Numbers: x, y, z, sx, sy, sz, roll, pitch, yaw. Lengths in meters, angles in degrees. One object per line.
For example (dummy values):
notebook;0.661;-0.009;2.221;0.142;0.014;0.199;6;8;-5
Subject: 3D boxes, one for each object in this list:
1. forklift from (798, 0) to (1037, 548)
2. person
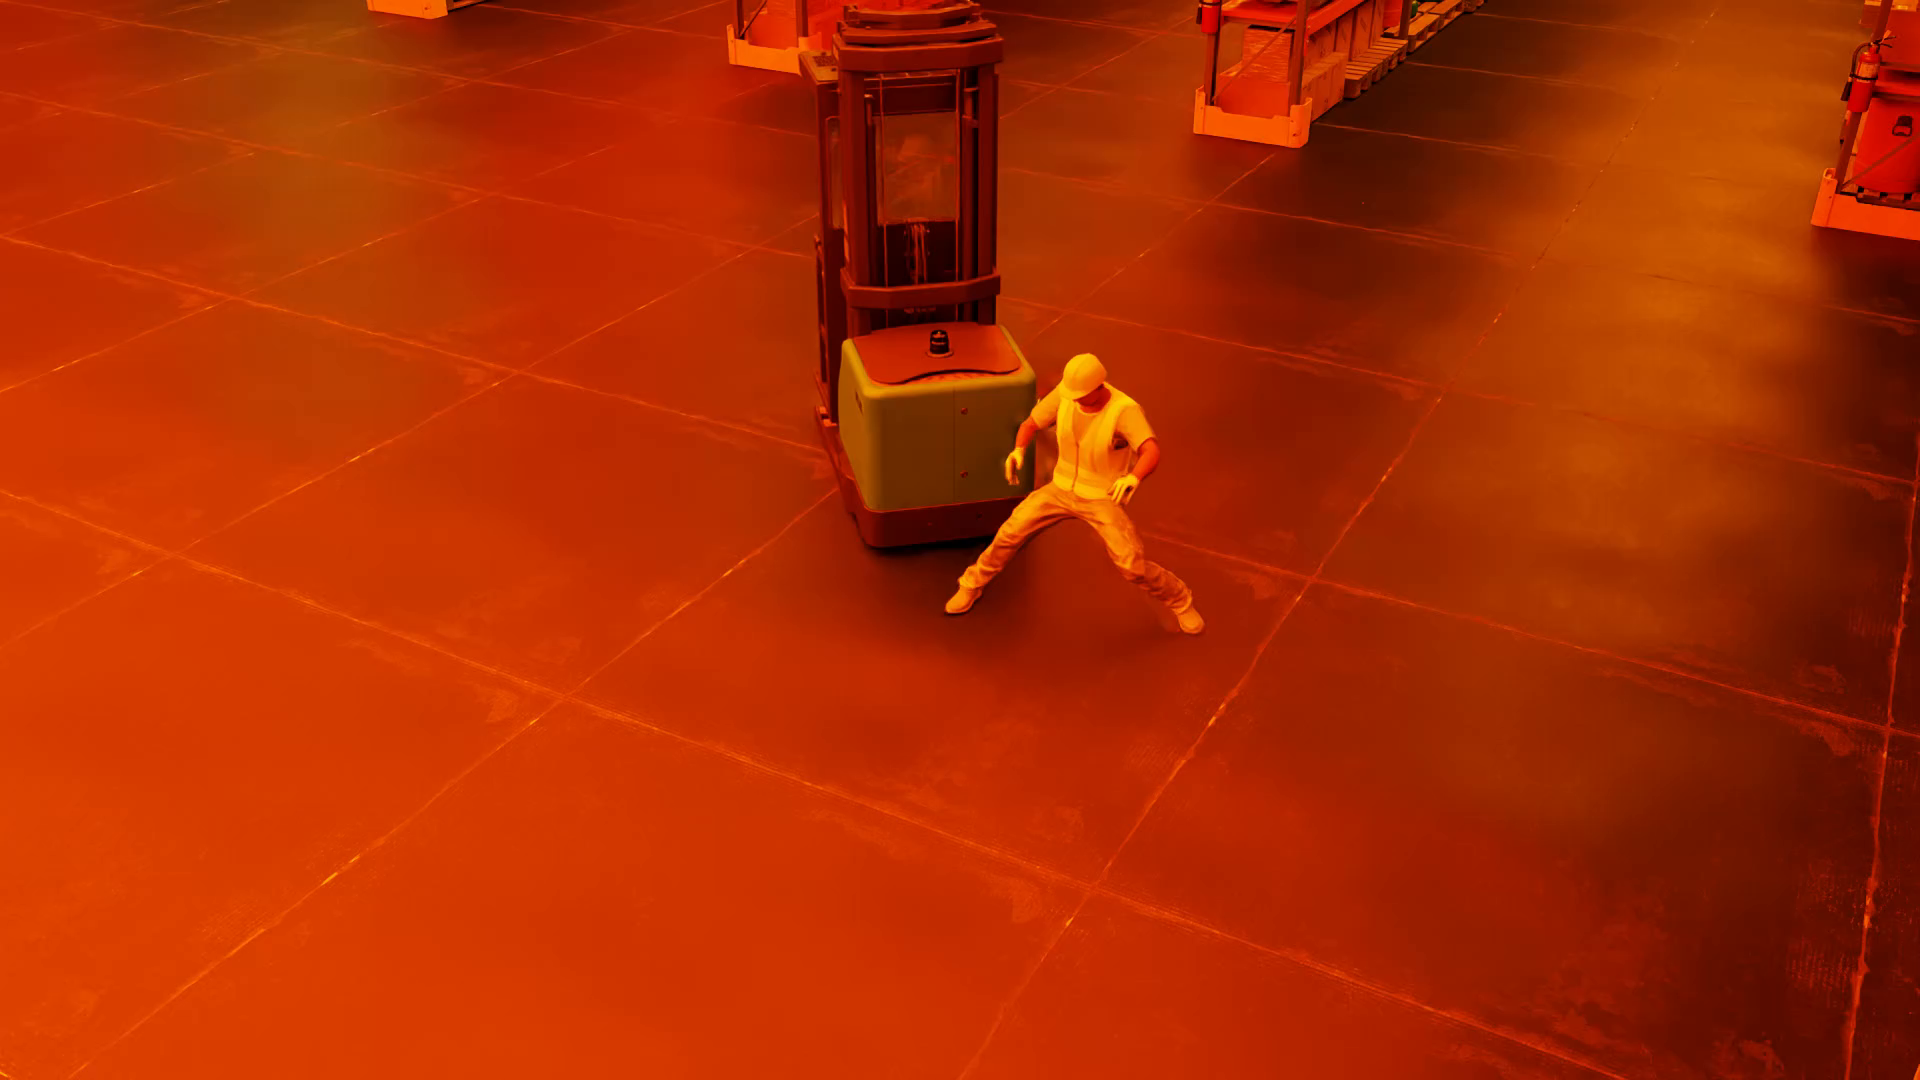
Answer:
forklift;-0.368;-1.947;10.444;1.130;2.935;3.031;-7;31;-11
person;0.639;-0.236;8.841;1.320;1.558;0.858;22;37;33
